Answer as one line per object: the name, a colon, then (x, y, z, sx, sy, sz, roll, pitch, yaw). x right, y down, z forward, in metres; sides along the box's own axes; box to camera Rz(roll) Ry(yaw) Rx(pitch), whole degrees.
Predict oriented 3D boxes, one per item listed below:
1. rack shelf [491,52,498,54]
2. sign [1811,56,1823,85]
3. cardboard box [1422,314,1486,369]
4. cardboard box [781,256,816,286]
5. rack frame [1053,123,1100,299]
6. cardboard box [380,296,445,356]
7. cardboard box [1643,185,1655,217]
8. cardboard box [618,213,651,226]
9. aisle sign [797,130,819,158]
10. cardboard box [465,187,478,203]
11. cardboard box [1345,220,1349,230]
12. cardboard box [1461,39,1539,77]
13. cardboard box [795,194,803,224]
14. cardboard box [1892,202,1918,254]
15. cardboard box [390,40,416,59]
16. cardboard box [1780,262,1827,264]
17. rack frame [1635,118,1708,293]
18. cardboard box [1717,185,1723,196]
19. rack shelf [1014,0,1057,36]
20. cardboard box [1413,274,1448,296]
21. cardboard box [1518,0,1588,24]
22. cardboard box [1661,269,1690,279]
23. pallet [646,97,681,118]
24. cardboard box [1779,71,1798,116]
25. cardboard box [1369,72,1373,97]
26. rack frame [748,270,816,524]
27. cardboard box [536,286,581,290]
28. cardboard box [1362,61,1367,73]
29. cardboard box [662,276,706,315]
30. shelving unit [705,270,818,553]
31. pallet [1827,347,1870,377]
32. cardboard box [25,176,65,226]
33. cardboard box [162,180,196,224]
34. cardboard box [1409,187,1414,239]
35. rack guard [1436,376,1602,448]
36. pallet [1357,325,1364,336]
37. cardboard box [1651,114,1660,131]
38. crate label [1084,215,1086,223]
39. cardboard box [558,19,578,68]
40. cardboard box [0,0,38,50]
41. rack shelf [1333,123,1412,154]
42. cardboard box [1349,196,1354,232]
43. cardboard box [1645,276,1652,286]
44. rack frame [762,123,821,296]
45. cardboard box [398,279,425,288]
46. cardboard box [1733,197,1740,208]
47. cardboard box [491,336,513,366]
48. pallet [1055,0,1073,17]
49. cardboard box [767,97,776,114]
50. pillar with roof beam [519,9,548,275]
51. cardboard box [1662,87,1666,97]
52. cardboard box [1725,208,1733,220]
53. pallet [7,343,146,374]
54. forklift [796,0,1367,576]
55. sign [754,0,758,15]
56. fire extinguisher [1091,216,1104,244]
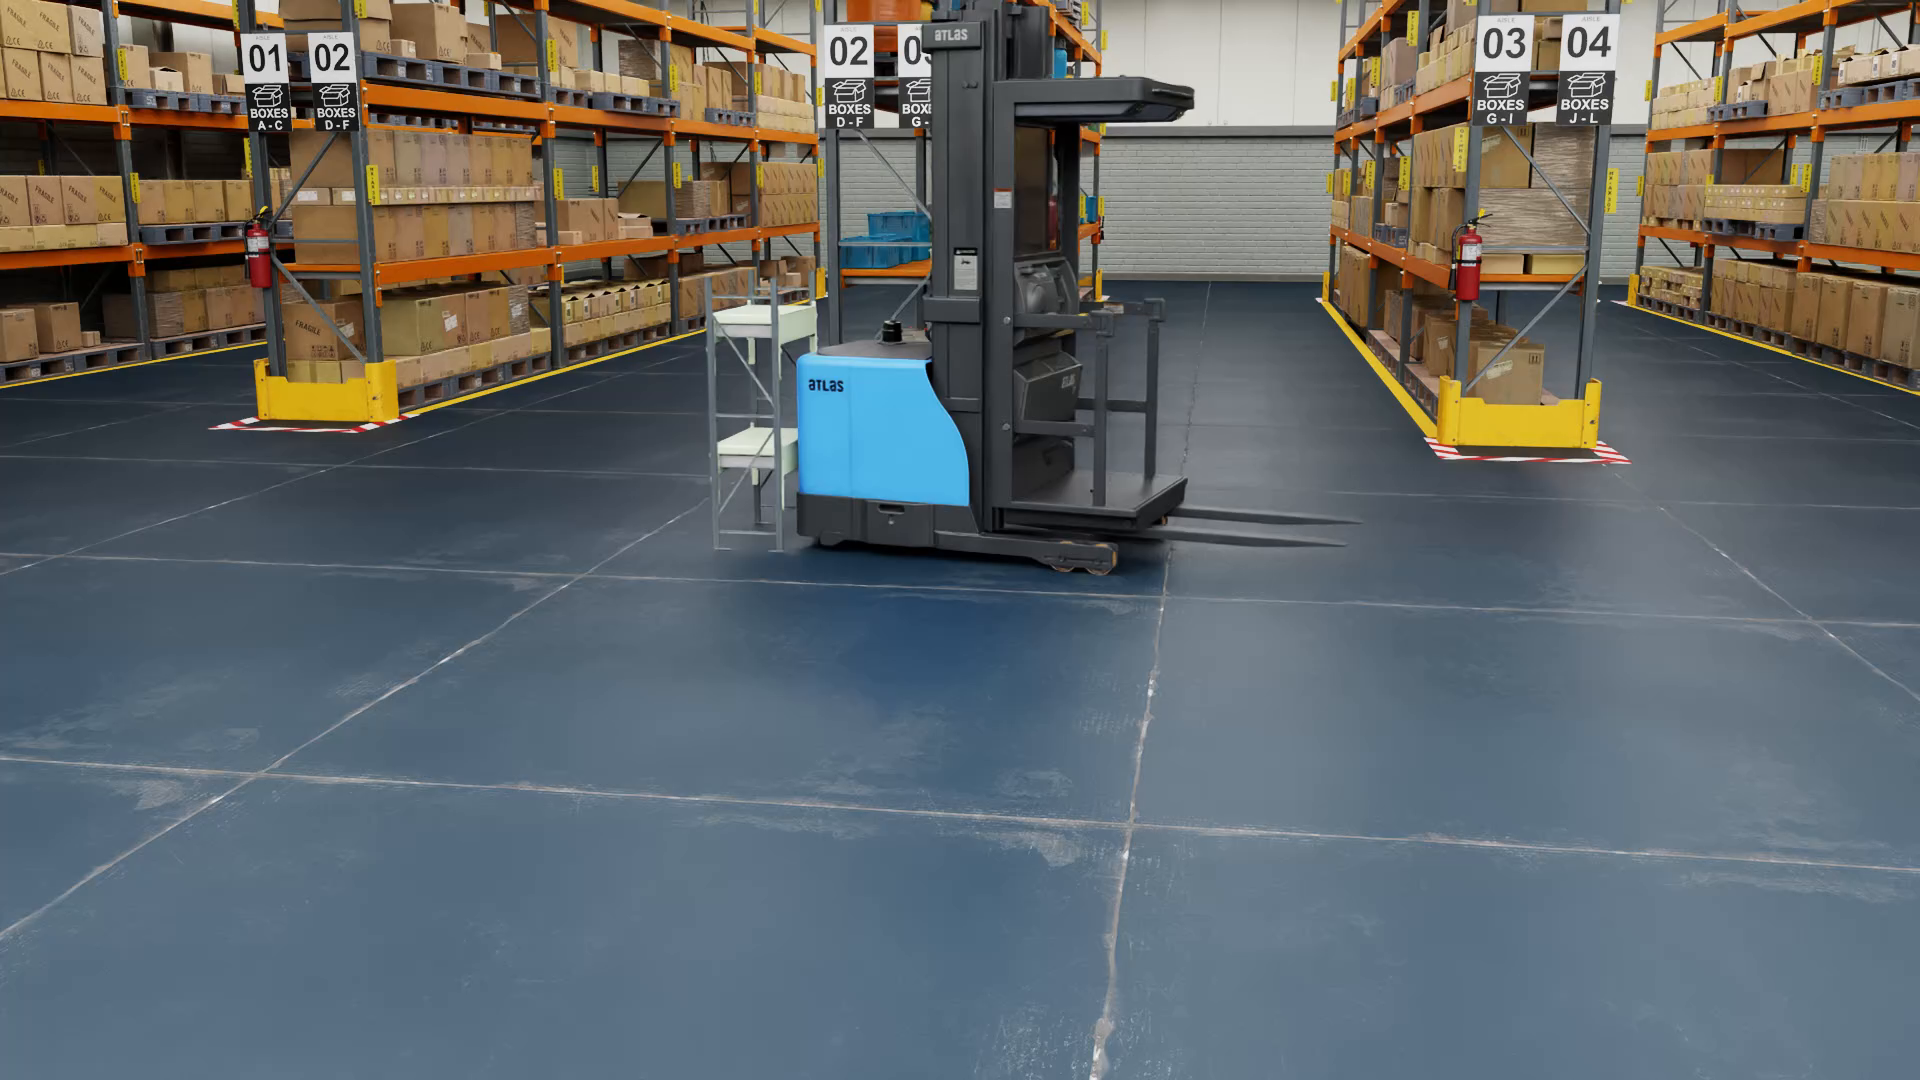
rack shelf: (-8.201, -7.988, 27.857, 1.077, 0.370, 4.000, 2, 12, 9)
sign: (9.909, -5.428, 19.211, 0.100, 0.325, 0.005, 2, 12, 9)
cardboard box: (4.843, -1.941, 16.317, 0.500, 0.500, 0.500, 1, 12, 7)
cardboard box: (-2.838, -4.731, 29.217, 0.500, 0.500, 0.500, 2, 12, 9)
rack frame: (1.896, -5.698, 28.814, 1.000, 3.000, 0.127, 2, 12, 9)
cardboard box: (-5.082, -1.965, 15.241, 0.500, 0.500, 0.500, 2, 12, 9)
cardboard box: (11.333, -5.466, 26.792, 0.500, 0.500, 0.500, 2, 12, 11)
cardboard box: (-4.328, -4.076, 21.499, 0.500, 0.311, 0.500, 3, 12, 12)
aisle sign: (-2.685, -7.135, 29.308, 0.394, 0.787, 0.004, 2, 12, 9)
cardboard box: (-4.908, -3.344, 16.114, 0.380, 0.149, 0.250, 2, 12, 11)
cardboard box: (5.898, -4.656, 24.576, 0.380, 0.149, 0.250, 2, 12, 9)
cardboard box: (4.152, -3.709, 12.818, 0.500, 0.250, 0.500, 2, 12, 10)
cardboard box: (-2.957, -5.594, 28.095, 0.500, 0.500, 0.500, 2, 12, 9)
cardboard box: (9.723, -3.129, 16.656, 0.500, 0.500, 0.500, 2, 12, 8)
cardboard box: (-5.104, -4.385, 14.869, 0.380, 0.149, 0.250, 2, 12, 9)
cardboard box: (11.036, -3.493, 21.737, 0.500, 0.250, 0.500, 1, 12, 6)
rack frame: (11.675, -5.356, 27.226, 1.000, 3.000, 0.127, 2, 12, 9)
cardboard box: (10.466, -4.718, 22.453, 0.380, 0.149, 0.250, 2, 12, 9)
rack shelf: (0.358, -6.002, 18.640, 1.077, 0.370, 4.000, 2, 12, 9)
cardboard box: (5.414, -2.981, 19.314, 0.500, 0.250, 0.500, 3, 13, 15)
cardboard box: (4.824, -4.412, 13.597, 0.500, 0.500, 0.500, 2, 12, 8)
cardboard box: (11.162, -4.139, 25.937, 0.380, 0.149, 0.250, 2, 12, 11)
pallet: (-4.245, -5.424, 20.869, 1.213, 0.211, 1.003, 2, 12, 11)
cardboard box: (10.346, -5.437, 20.246, 0.500, 0.500, 0.500, 2, 12, 9)
cardboard box: (6.095, -6.304, 23.273, 0.700, 0.500, 0.500, 2, 12, 10)
rack frame: (-1.031, -0.824, 9.757, 0.400, 1.500, 0.023, 2, 12, 11)
cardboard box: (-4.831, -2.907, 20.062, 0.500, 0.311, 0.500, 2, 12, 8)
cardboard box: (6.469, -7.253, 25.659, 0.500, 0.250, 0.500, 1, 12, 7)
cardboard box: (-3.801, -3.382, 22.955, 0.500, 0.500, 0.500, 1, 12, 7)
shelving unit: (-1.101, -0.748, 9.406, 0.431, 1.500, 0.755, 2, 12, 11)
pallet: (10.059, -1.913, 17.867, 1.003, 0.211, 1.213, 2, 12, 9)
cardboard box: (-9.665, -3.507, 17.176, 0.500, 0.500, 0.500, 2, 12, 7)
cardboard box: (-9.534, -4.006, 19.680, 0.700, 0.500, 0.500, 3, 13, 14)
cardboard box: (4.814, -3.142, 16.011, 0.875, 0.500, 0.500, 2, 12, 9)
rack guard: (4.341, -1.001, 12.951, 1.175, 0.500, 0.348, 2, 12, 9)
pallet: (5.945, -2.924, 22.561, 1.003, 0.211, 1.213, 2, 12, 9)
cardboard box: (11.354, -6.664, 26.530, 0.500, 0.250, 0.500, 2, 12, 11)
crate label: (1.872, -5.304, 27.470, 0.396, 0.136, 0.243, 2, 12, 9)
cardboard box: (-4.645, -5.573, 18.691, 0.500, 0.500, 0.500, 3, 13, 14)
cardboard box: (-9.692, -5.198, 16.716, 0.500, 0.500, 0.500, 1, 12, 7)
rack shelf: (6.482, -6.236, 25.897, 1.077, 0.370, 4.000, 2, 12, 9)
cardboard box: (5.857, -4.666, 23.788, 0.500, 0.500, 0.500, 2, 12, 9)
cardboard box: (11.243, -4.157, 26.727, 0.380, 0.149, 0.250, 2, 12, 8)
rack frame: (-2.998, -5.859, 29.562, 1.000, 3.000, 0.127, 2, 12, 9)
cardboard box: (-8.614, -4.016, 25.115, 0.750, 0.750, 0.750, 2, 12, 10)
cardboard box: (10.348, -4.411, 21.733, 0.380, 0.149, 0.250, 2, 12, 8)
cardboard box: (-4.848, -1.911, 16.769, 0.500, 0.250, 0.500, 2, 12, 9)
pallet: (0.807, -6.827, 21.208, 1.213, 0.211, 1.003, 2, 12, 9)
cardboard box: (-3.218, -6.861, 26.261, 0.500, 0.250, 0.500, 2, 12, 9)
pillar with roof beam: (-4.079, -9.402, 31.762, 9.100, 9.000, 0.400, 2, 12, 9)
cardboard box: (11.230, -7.022, 26.057, 0.380, 0.149, 0.250, 2, 12, 9)
cardboard box: (10.387, -4.324, 22.035, 0.380, 0.149, 0.250, 1, 12, 6)
pallet: (-9.807, -2.017, 18.352, 1.003, 0.211, 1.213, 2, 12, 9)
forklift: (0.656, -1.373, 8.909, 3.031, 2.935, 1.130, 5, 13, 21)
sign: (-3.534, -9.305, 28.905, 0.100, 0.325, 0.005, 2, 12, 9)
fire extinguisher: (2.368, -5.495, 28.938, 0.296, 0.674, 0.183, 2, 12, 9)
